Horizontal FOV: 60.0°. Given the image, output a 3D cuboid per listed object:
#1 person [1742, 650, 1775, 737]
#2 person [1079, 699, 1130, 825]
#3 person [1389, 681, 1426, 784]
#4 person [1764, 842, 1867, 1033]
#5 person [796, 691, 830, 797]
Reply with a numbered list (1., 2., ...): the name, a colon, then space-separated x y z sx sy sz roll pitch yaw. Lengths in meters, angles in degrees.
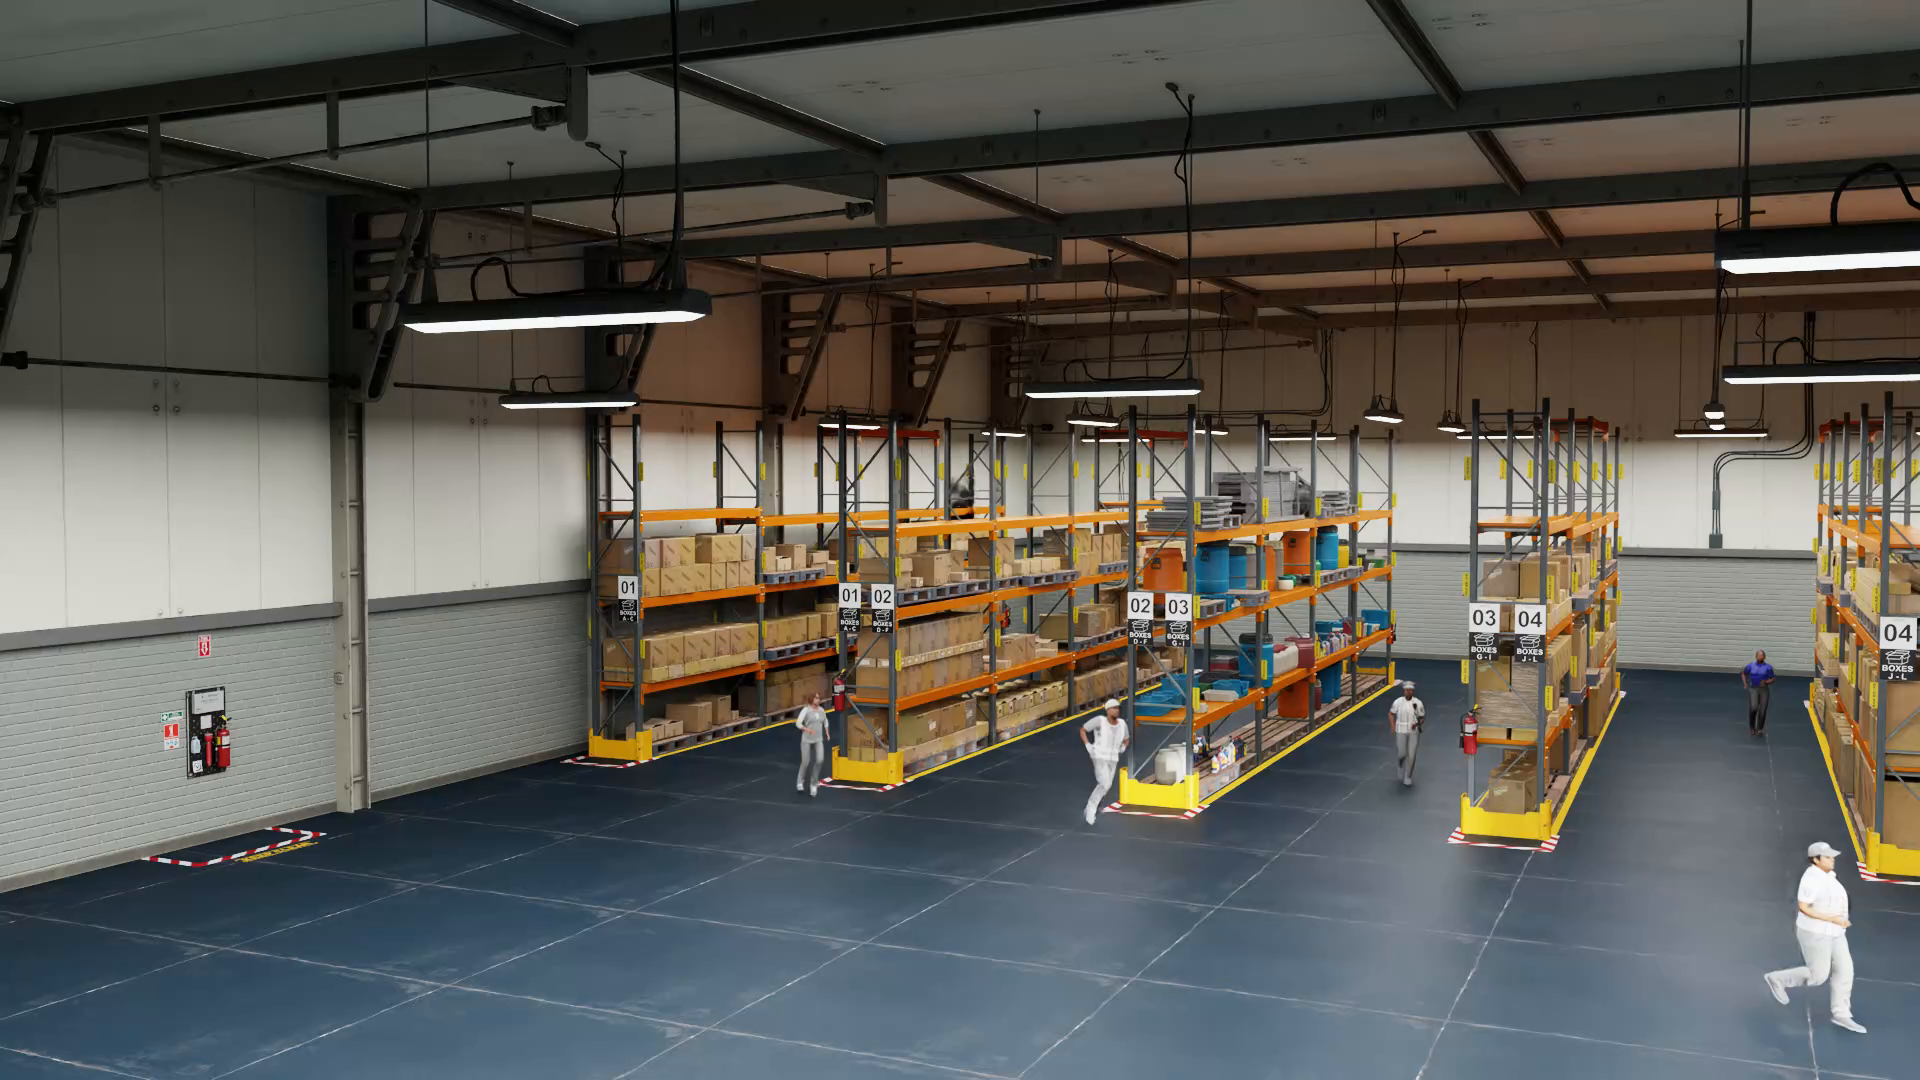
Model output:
1. person: 15.041 2.890 31.319 0.555 1.642 0.652 1 3 22
2. person: 2.098 3.152 23.731 0.713 1.763 0.653 -1 3 -31
3. person: 7.146 3.080 26.567 0.567 1.659 0.549 1 2 13
4. person: 7.781 3.559 15.080 0.607 1.659 0.849 -2 3 -39
5. person: -2.274 3.149 25.824 0.599 1.600 0.632 -1 3 -26
